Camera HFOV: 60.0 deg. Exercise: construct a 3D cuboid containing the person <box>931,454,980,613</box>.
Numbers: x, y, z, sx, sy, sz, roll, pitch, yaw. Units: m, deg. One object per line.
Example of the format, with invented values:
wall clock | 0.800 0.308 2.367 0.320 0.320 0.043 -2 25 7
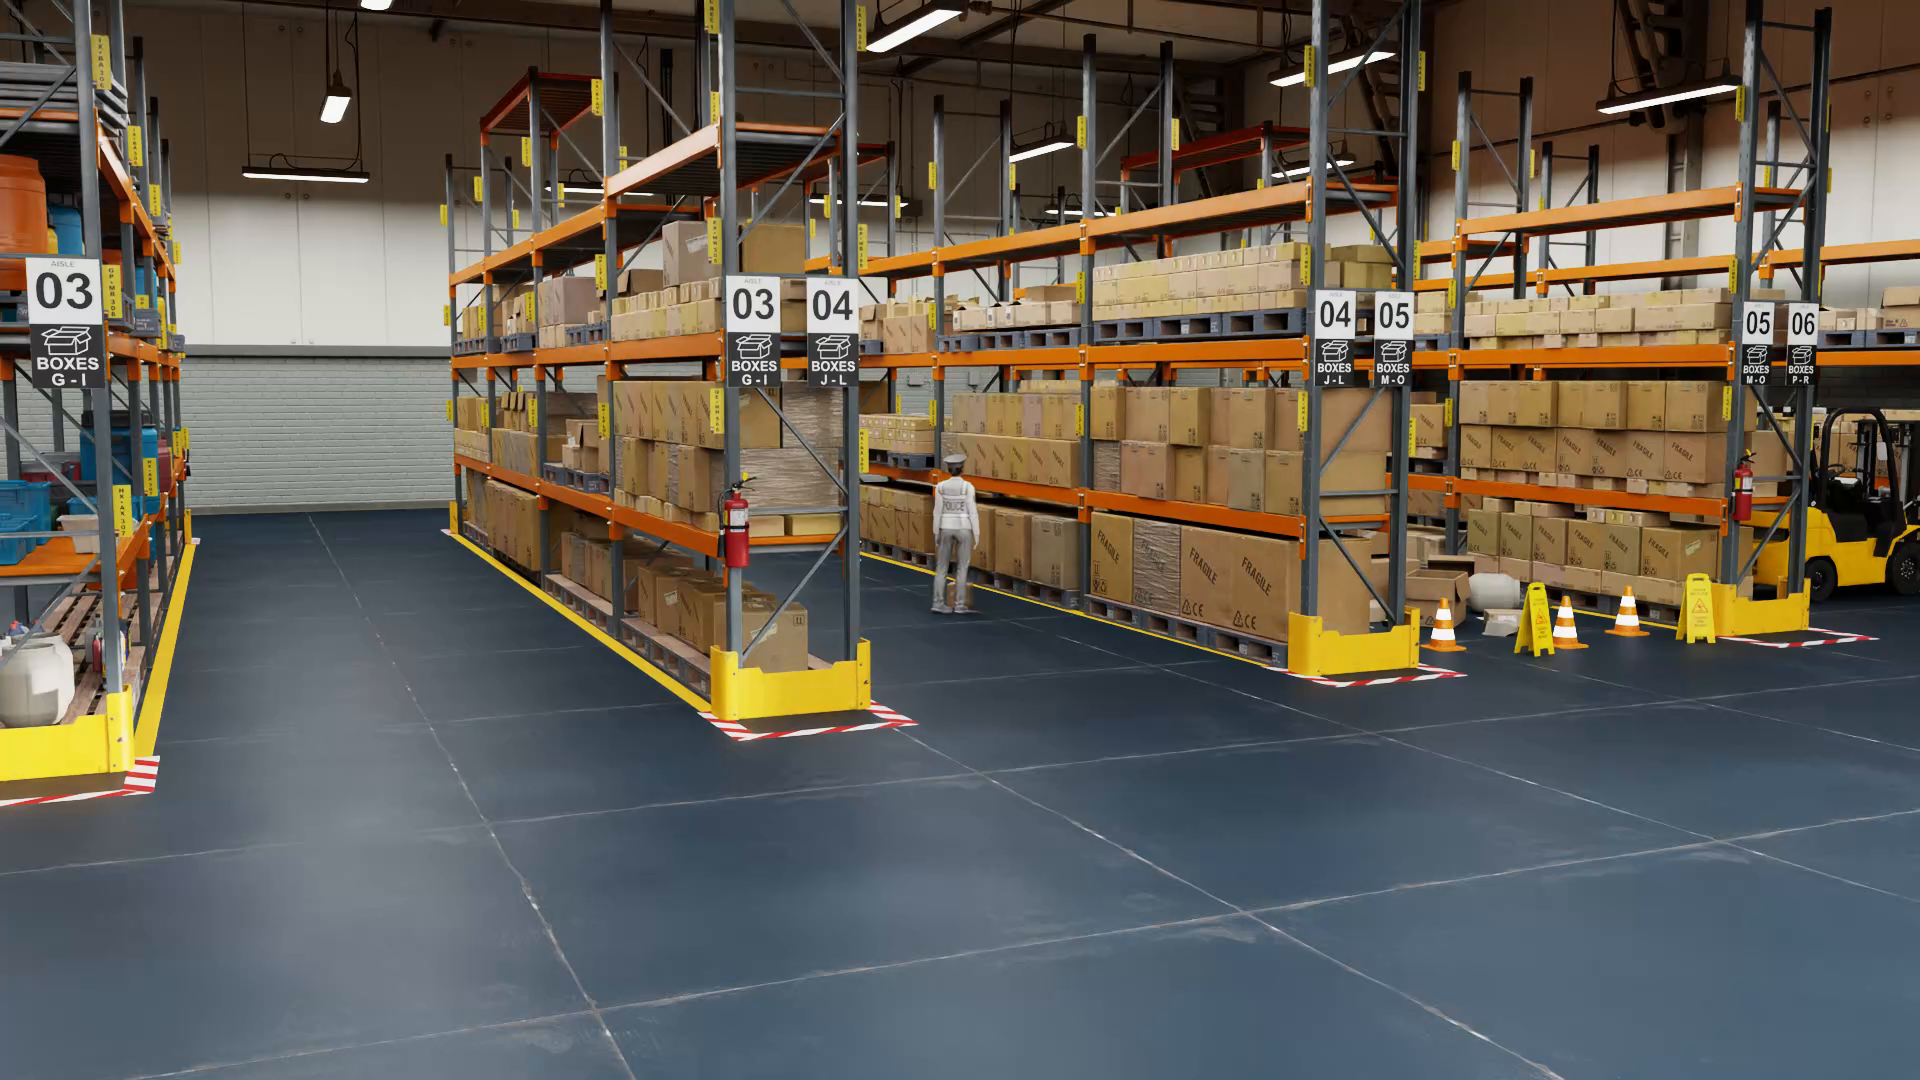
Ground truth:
person | -0.042 -0.063 17.545 0.528 1.690 0.343 1 6 14
